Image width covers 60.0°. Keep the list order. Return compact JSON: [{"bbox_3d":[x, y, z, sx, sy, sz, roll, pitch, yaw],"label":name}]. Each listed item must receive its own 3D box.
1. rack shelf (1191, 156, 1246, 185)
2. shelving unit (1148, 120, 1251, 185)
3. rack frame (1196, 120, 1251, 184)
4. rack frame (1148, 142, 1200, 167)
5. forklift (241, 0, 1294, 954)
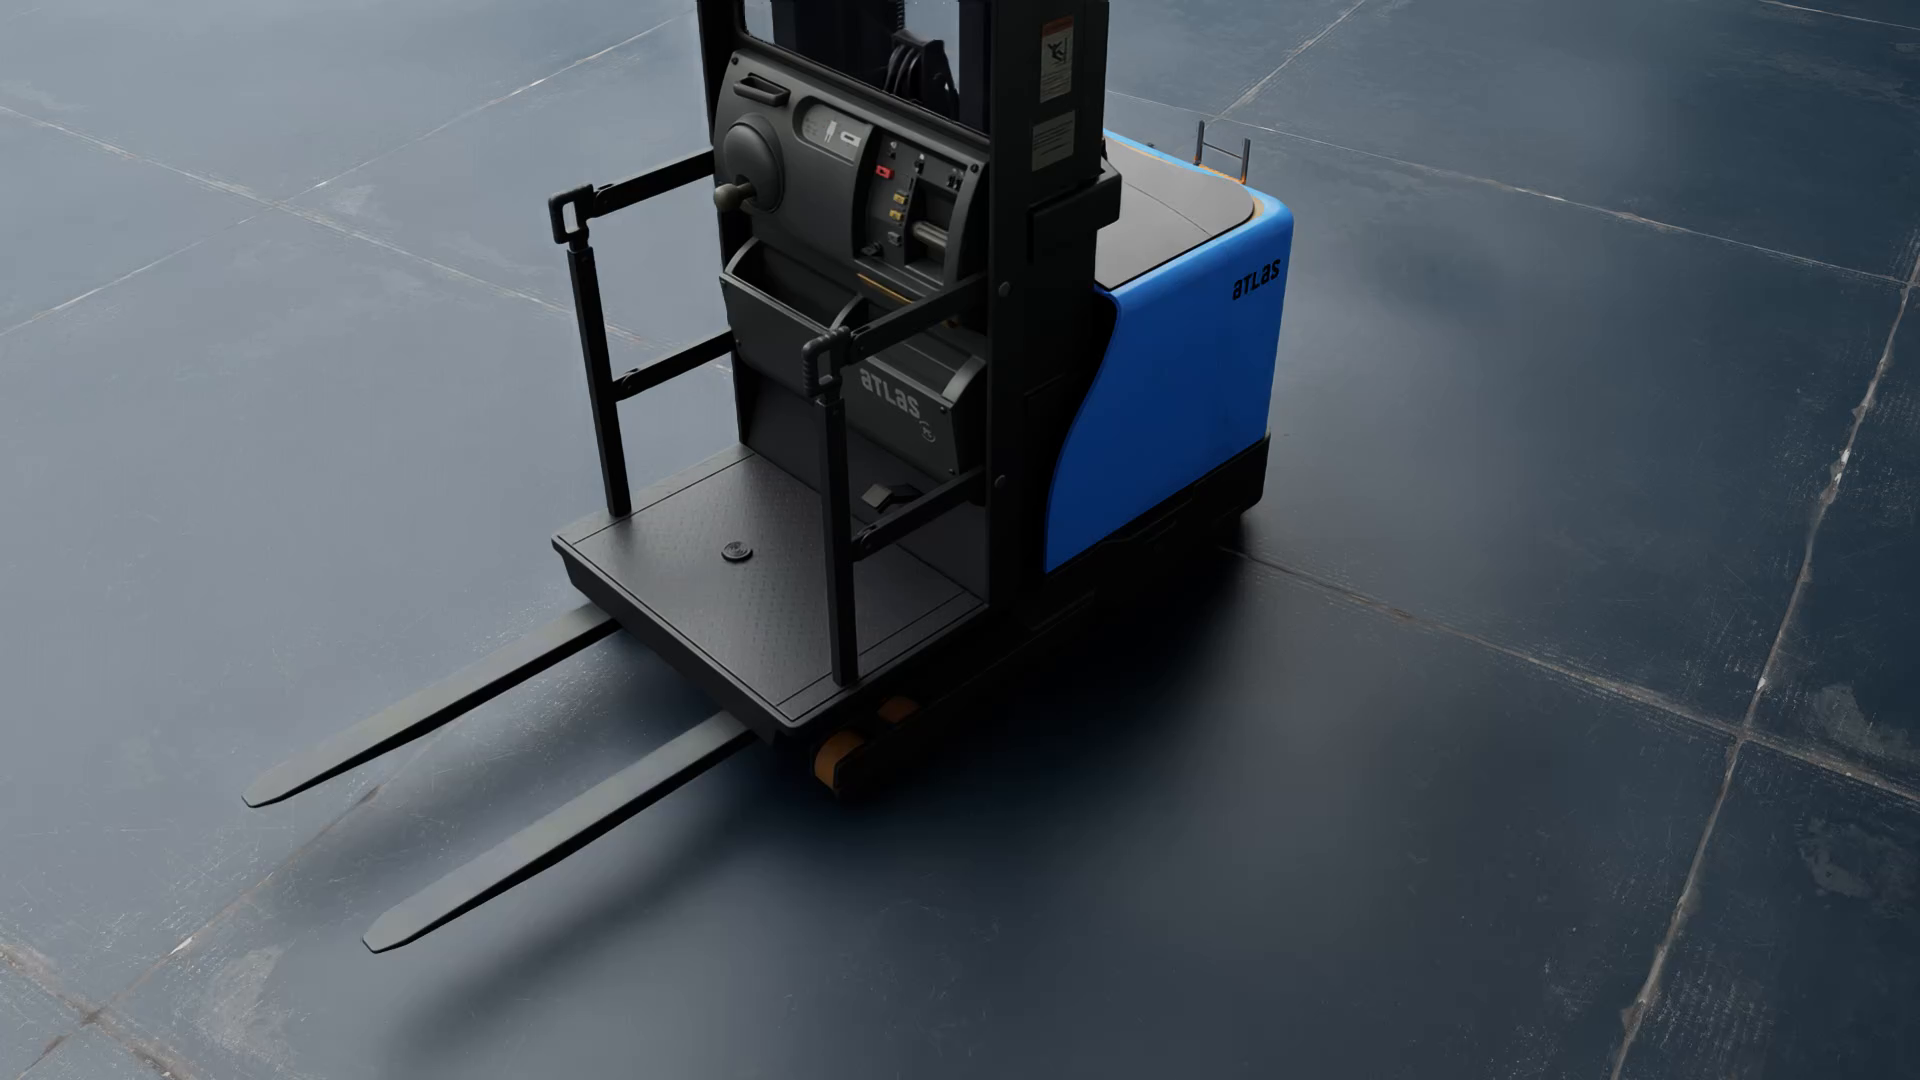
[{"bbox_3d":[0.738,-1.031,5.279,0.240,0.259,0.215,-30,47,-34],"label":"rack shelf"},{"bbox_3d":[0.737,-0.814,5.445,0.252,1.050,0.215,-30,47,-34],"label":"shelving unit"},{"bbox_3d":[0.825,-0.865,5.512,0.008,1.050,0.200,-30,47,-34],"label":"rack frame"},{"bbox_3d":[0.649,-0.763,5.378,0.008,1.050,0.200,-30,47,-34],"label":"rack frame"},{"bbox_3d":[-0.441,-0.853,3.956,3.031,2.935,1.130,-30,47,-33],"label":"forklift"}]
